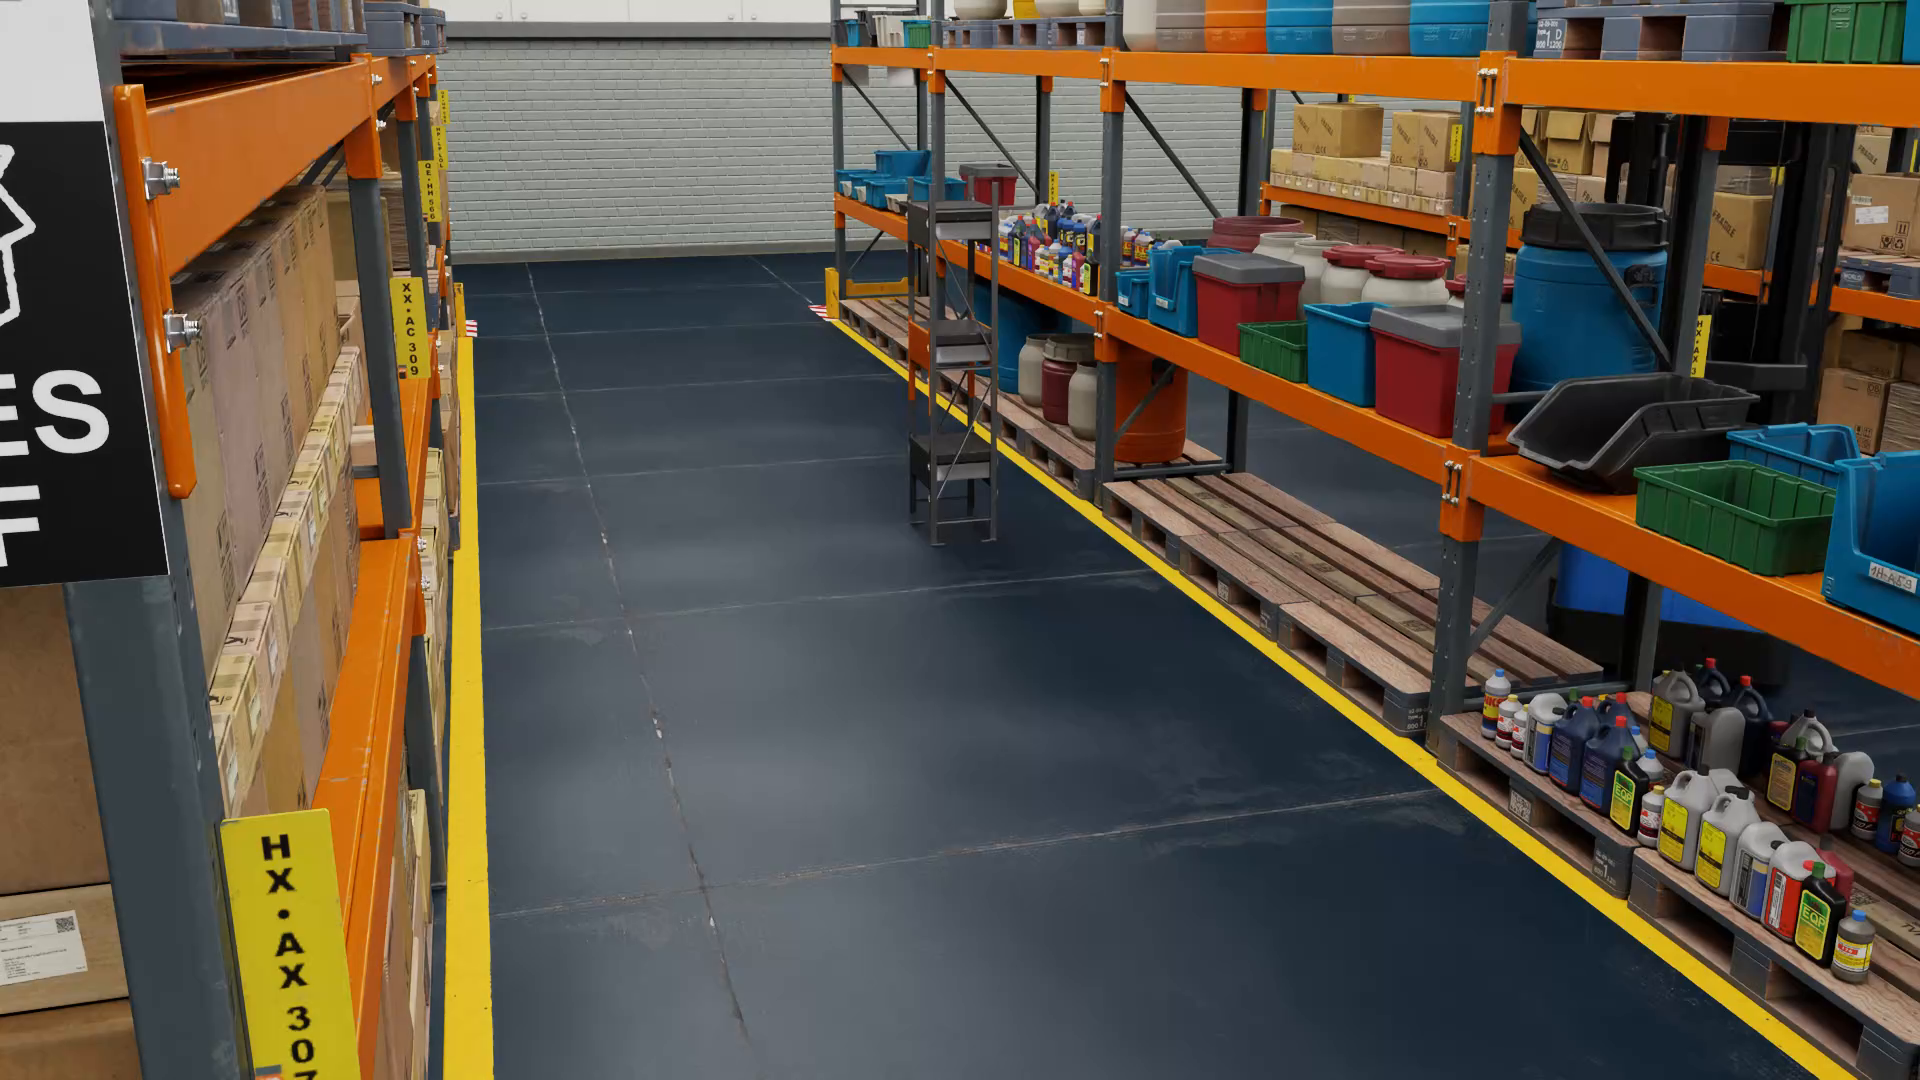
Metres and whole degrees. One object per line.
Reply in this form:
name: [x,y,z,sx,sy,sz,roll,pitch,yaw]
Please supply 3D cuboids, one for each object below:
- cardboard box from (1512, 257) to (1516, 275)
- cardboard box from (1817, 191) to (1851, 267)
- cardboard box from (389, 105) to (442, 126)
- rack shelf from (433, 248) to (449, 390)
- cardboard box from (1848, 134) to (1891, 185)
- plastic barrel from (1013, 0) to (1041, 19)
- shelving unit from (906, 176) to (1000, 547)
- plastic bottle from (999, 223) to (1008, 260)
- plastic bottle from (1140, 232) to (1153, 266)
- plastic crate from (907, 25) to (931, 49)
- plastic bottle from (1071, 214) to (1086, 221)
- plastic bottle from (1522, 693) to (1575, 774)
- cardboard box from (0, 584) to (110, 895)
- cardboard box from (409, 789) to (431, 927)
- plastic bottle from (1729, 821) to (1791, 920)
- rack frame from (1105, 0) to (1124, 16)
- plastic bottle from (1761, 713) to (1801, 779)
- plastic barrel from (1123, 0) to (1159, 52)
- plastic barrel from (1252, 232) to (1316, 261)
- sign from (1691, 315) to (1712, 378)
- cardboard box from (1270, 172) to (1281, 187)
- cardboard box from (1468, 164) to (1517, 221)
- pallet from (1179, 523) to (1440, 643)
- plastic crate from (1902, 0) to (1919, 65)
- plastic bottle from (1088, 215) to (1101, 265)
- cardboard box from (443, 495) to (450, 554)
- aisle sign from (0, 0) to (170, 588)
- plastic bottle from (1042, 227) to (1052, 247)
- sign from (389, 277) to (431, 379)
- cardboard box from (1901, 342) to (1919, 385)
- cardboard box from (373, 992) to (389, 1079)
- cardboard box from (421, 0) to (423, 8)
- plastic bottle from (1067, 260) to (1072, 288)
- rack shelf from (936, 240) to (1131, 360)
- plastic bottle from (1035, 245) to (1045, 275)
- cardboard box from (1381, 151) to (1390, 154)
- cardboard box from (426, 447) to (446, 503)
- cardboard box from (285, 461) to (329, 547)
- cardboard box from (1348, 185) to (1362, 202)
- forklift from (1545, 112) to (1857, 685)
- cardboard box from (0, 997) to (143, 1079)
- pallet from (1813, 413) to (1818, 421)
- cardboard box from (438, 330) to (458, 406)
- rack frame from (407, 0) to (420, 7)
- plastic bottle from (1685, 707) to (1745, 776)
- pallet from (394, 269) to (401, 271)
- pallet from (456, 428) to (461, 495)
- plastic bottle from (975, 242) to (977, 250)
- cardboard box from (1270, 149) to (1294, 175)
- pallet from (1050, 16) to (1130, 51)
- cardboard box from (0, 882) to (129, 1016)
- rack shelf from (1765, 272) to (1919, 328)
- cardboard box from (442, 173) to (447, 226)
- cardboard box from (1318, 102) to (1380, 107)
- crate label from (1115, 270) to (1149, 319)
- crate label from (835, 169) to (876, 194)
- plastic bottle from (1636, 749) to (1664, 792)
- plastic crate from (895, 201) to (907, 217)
cardboard box: [5.461,-1.942,14.167,1.225,0.875,0.875,-5,18,-17]
cardboard box: [6.247,-2.279,12.150,0.500,0.500,0.500,-4,17,-14]
cardboard box: [-4.932,-3.648,14.971,0.500,0.500,0.500,-4,17,-14]
rack shelf: [-3.956,-1.501,10.986,1.077,0.370,4.000,-5,17,-15]
cardboard box: [9.412,-3.847,16.854,0.500,0.500,0.500,-5,17,-15]
plastic barrel: [0.704,-4.281,12.719,0.600,0.588,0.600,0,17,0]
shelving unit: [-0.045,-1.051,9.802,0.431,2.100,0.503,-5,17,-15]
plastic bottle: [0.342,-2.215,12.336,0.097,0.271,0.097,0,17,0]
plastic bottle: [1.316,-2.030,11.719,0.097,0.271,0.097,0,17,0]
plastic crate: [-0.149,-4.218,13.934,0.450,0.188,0.662,-5,17,-15]
plastic bottle: [0.916,-2.406,12.964,0.152,0.276,0.135,-5,17,-15]
plastic bottle: [2.238,0.727,6.287,0.152,0.276,0.135,-4,17,-13]
cardboard box: [-1.339,0.106,1.955,0.700,0.500,0.500,-5,17,-15]
cardboard box: [-1.970,1.041,5.323,0.500,0.250,0.500,-5,17,-15]
plastic bottle: [2.548,1.040,5.246,0.152,0.276,0.135,-5,17,-17]
rack frame: [1.357,-4.556,9.478,1.000,3.000,0.127,-5,17,-15]
plastic bottle: [3.048,0.764,6.152,0.061,0.283,0.133,-4,17,-12]
plastic barrel: [1.148,-3.063,9.527,0.421,0.512,0.421,0,17,0]
plastic barrel: [1.845,-1.469,9.434,0.421,0.512,0.421,0,17,0]
sign: [2.988,-0.750,6.753,0.100,0.325,0.005,-5,17,-15]
cardboard box: [3.701,-4.043,18.634,0.380,0.149,0.250,-4,17,-15]
cardboard box: [4.906,-3.082,14.824,0.500,0.500,0.500,-5,17,-15]
pallet: [1.864,0.207,8.897,1.003,0.211,1.213,-5,17,-15]
plastic crate: [2.742,-1.403,4.222,0.392,0.384,0.575,-5,17,-15]
plastic bottle: [1.018,-2.184,12.093,0.144,0.351,0.185,-5,17,-15]
cardboard box: [-3.028,-0.051,8.956,0.500,0.250,0.500,-4,17,-14]
aisle sign: [-0.896,-0.331,1.320,0.394,0.787,0.004,-5,17,-15]
plastic bottle: [0.609,-2.084,11.879,0.061,0.283,0.133,-5,17,-15]
sign: [-1.774,-0.683,5.369,0.100,0.325,0.005,-5,17,-15]
cardboard box: [6.488,-1.118,10.738,0.500,0.250,0.500,-3,17,-9]
cardboard box: [-1.431,1.236,3.371,0.500,0.500,0.500,-5,17,-15]
cardboard box: [-4.540,-4.295,13.216,0.500,0.250,0.500,-5,17,-15]
plastic bottle: [0.758,-1.763,10.954,0.097,0.201,0.097,0,17,0]
rack shelf: [0.807,-1.892,12.286,1.077,0.370,4.000,-5,17,-15]
plastic bottle: [0.571,-1.952,11.581,0.097,0.201,0.097,0,17,0]
cardboard box: [4.448,-4.105,18.147,0.500,0.250,0.500,-5,17,-16]
cardboard box: [-3.026,-0.320,8.878,0.500,0.311,0.500,-4,17,-14]
cardboard box: [-1.603,-0.062,3.642,0.380,0.149,0.250,-4,17,-13]
cardboard box: [4.199,-3.545,16.977,0.380,0.149,0.250,-4,17,-14]
forklift: [3.858,-1.127,8.611,1.130,2.935,3.031,7,18,23]
cardboard box: [-1.324,0.742,2.093,0.700,0.500,0.500,-5,17,-15]
pallet: [5.975,-0.963,12.792,1.003,0.211,1.213,-5,17,-15]
cardboard box: [-4.095,-1.299,12.642,0.500,0.500,0.500,-5,17,-16]
rack frame: [-4.506,-5.272,11.861,1.000,3.000,0.127,-5,17,-15]
plastic bottle: [2.828,0.744,6.230,0.152,0.276,0.135,-5,17,-15]
pallet: [-4.391,-2.077,11.987,1.003,0.211,1.213,-5,17,-15]
pallet: [-3.907,-0.503,11.261,1.003,0.211,1.213,-5,17,-15]
plastic bottle: [0.151,-2.374,12.986,0.097,0.201,0.097,0,17,0]
cardboard box: [3.793,-4.204,18.477,0.500,0.250,0.500,-5,17,-17]
pallet: [1.241,-3.249,10.667,1.003,0.211,1.213,-5,17,-15]
cardboard box: [-1.109,0.436,1.984,0.380,0.149,0.250,-5,17,-16]
rack shelf: [6.669,-1.177,9.907,1.077,0.370,4.000,-5,17,-15]
cardboard box: [-4.804,-3.030,14.651,0.500,0.500,0.500,-5,17,-16]
cardboard box: [4.307,-4.603,18.503,0.500,0.500,0.500,-4,17,-15]
crate label: [1.112,-1.457,9.879,0.303,0.233,0.416,-5,17,-15]
crate label: [-1.090,-3.750,17.409,0.416,0.233,0.303,-5,17,-15]
plastic bottle: [2.407,0.865,5.835,0.097,0.271,0.097,0,17,0]
plastic crate: [-0.308,-2.975,15.016,0.437,0.125,0.590,-5,17,-15]
